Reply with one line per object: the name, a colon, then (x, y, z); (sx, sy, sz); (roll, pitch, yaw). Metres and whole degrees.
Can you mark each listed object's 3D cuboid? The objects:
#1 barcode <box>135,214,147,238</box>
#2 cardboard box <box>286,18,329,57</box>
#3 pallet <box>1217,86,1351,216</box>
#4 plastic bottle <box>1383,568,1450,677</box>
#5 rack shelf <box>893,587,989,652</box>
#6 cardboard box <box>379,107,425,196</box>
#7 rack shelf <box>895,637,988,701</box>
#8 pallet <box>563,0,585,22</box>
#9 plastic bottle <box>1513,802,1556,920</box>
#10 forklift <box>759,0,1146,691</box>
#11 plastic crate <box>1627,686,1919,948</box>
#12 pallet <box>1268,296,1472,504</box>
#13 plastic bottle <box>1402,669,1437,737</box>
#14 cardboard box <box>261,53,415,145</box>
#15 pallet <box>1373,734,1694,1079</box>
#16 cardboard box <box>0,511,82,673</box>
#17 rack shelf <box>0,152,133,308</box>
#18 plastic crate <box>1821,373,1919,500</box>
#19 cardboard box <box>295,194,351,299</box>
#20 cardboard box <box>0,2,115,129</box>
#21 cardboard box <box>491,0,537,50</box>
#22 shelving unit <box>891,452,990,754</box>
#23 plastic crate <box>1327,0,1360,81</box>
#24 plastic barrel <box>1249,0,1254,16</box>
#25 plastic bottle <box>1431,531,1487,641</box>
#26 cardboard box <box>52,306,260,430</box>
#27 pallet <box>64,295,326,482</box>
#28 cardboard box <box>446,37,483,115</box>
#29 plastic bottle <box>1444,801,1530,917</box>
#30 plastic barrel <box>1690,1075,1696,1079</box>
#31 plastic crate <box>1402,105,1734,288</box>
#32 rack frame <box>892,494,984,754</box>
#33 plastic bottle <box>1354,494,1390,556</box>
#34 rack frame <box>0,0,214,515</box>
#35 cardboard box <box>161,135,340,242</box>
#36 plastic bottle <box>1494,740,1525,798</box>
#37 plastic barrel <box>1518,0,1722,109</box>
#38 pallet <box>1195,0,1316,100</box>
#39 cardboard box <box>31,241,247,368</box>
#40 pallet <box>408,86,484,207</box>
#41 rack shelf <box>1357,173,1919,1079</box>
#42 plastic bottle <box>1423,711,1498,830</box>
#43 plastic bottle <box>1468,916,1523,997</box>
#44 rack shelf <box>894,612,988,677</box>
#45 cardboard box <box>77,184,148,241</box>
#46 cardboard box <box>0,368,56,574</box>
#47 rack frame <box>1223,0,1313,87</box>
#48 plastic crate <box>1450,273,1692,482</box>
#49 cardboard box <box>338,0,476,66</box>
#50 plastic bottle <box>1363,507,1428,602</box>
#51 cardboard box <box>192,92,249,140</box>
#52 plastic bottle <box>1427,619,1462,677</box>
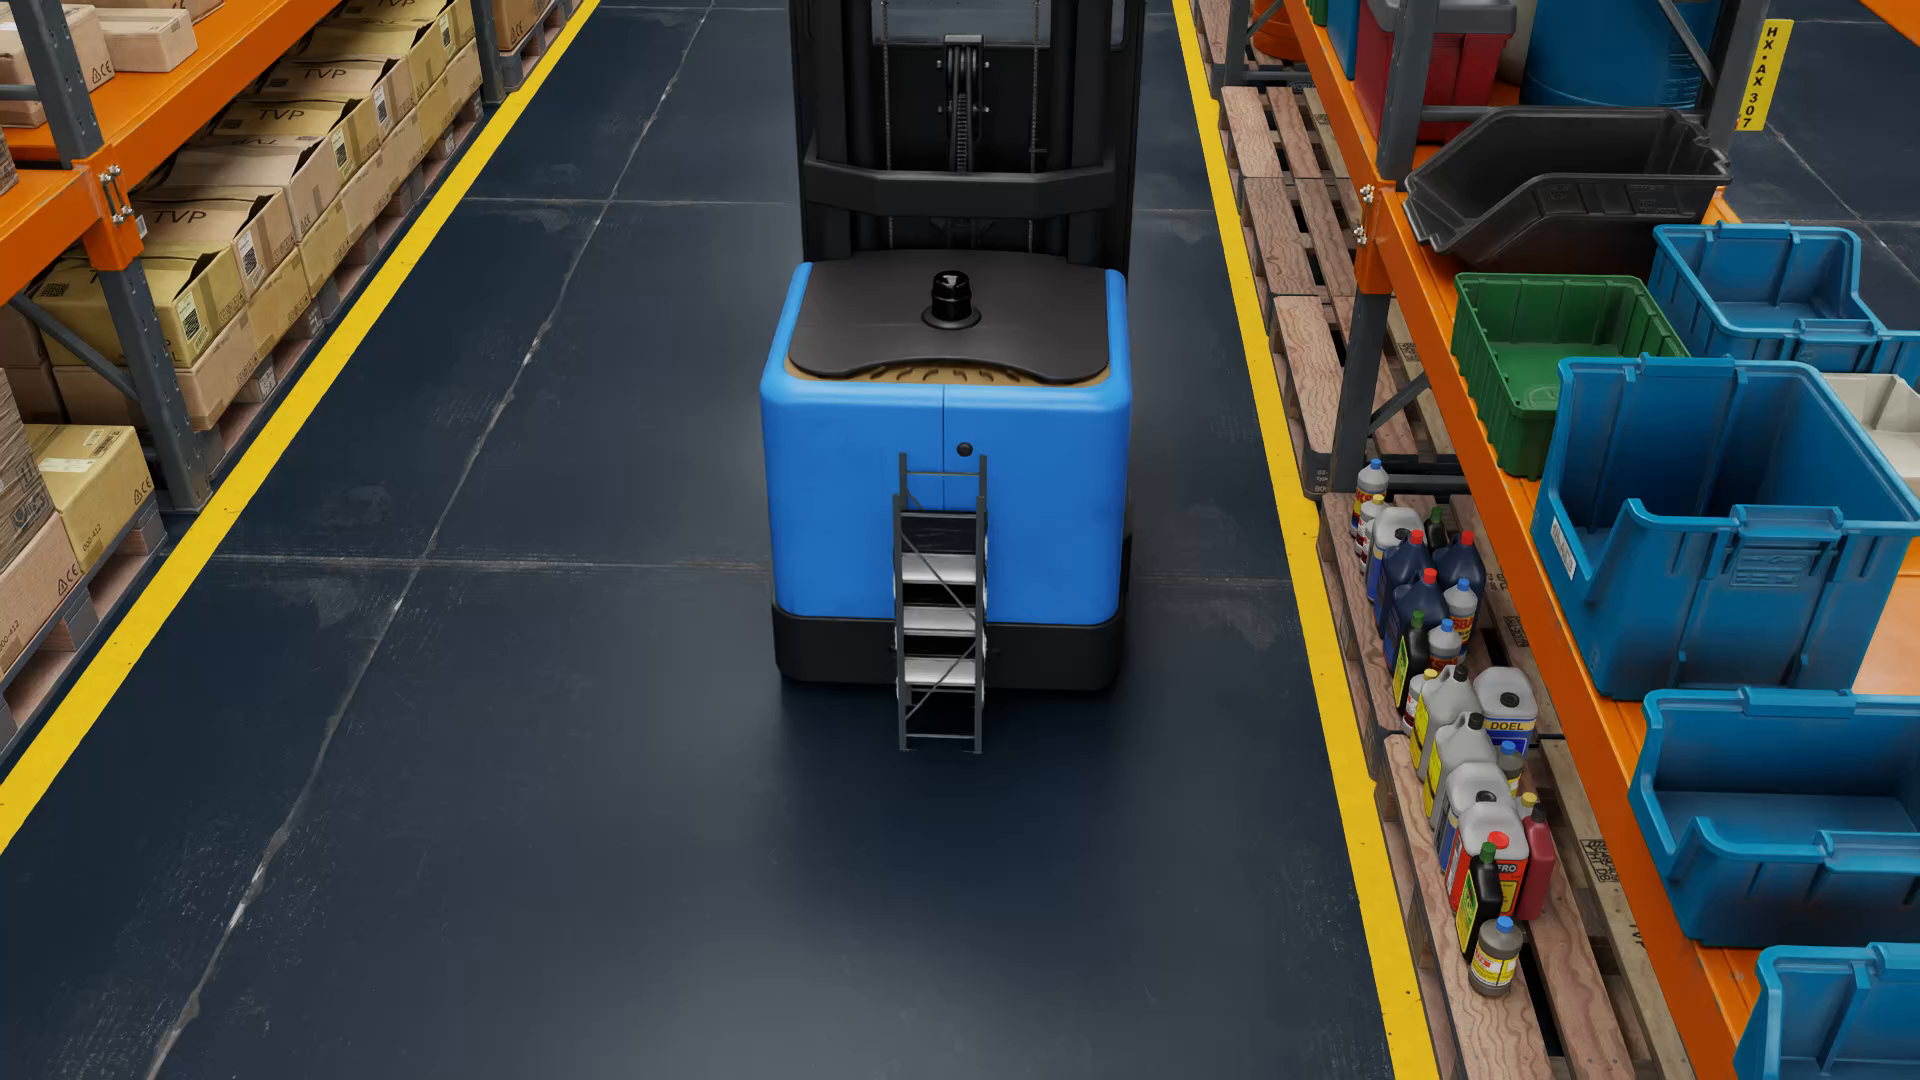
barcode: (-2.757, -1.051, 5.594); (0.001, 0.075, 0.075); (1, 35, 2)
cardboard box: (-3.350, -2.343, 8.013); (0.500, 0.311, 0.500); (1, 35, 1)
pallet: (1.856, -1.961, 8.357); (1.003, 0.211, 1.213); (1, 35, 2)
plastic bottle: (1.311, 0.219, 4.751); (0.144, 0.351, 0.185); (0, 35, 0)
rack shelf: (-0.052, 0.221, 4.711); (0.258, 0.077, 0.200); (2, 35, 2)
cardboard box: (-2.841, -1.816, 7.752); (0.500, 0.250, 0.500); (2, 35, 3)
rack shelf: (-0.052, 0.368, 4.814); (0.258, 0.077, 0.200); (2, 35, 2)
pallet: (-2.904, -3.649, 10.758); (1.003, 0.211, 1.213); (1, 35, 2)
plastic bottle: (1.384, 0.774, 4.019); (0.061, 0.283, 0.133); (1, 35, 2)
forklift: (0.034, -1.571, 5.436); (1.130, 2.935, 3.031); (2, 35, 2)
plastic crate: (1.358, 0.444, 2.639); (0.499, 0.251, 0.408); (1, 35, 2)
pallet: (1.758, -0.559, 6.362); (1.003, 0.211, 1.213); (1, 35, 2)
plastic bottle: (1.276, 0.442, 4.564); (0.097, 0.201, 0.097); (0, 35, 0)
cardboard box: (-2.835, -2.043, 7.587); (0.500, 0.311, 0.500); (1, 35, 2)
pallet: (1.651, 0.981, 4.171); (1.003, 0.211, 1.213); (1, 35, 2)
cardboard box: (-3.014, 0.147, 4.958); (0.500, 0.250, 0.500); (1, 35, 2)
rack shelf: (-3.264, 0.079, 3.654); (1.077, 0.370, 4.000); (1, 35, 2)
plastic crate: (1.953, -0.201, 3.657); (0.530, 0.136, 0.437); (1, 35, 2)
cardboard box: (-2.880, -1.229, 6.915); (0.500, 0.250, 0.500); (0, 35, 0)
cardboard box: (-3.208, -1.587, 5.530); (0.500, 0.250, 0.500); (3, 35, 5)
cardboard box: (-2.719, -3.075, 9.308); (0.500, 0.500, 0.500); (3, 35, 4)
shelving unit: (-0.052, 0.194, 4.692); (0.258, 0.900, 0.210); (2, 35, 2)
plastic crate: (1.499, -1.882, 5.833); (0.392, 0.384, 0.575); (1, 35, 2)
plastic barrel: (1.862, -3.308, 9.646); (0.421, 0.512, 0.421); (0, 35, 0)
plastic bottle: (1.463, 0.113, 4.901); (0.144, 0.351, 0.185); (1, 35, 2)
cardboard box: (-2.920, -0.637, 6.074); (0.500, 0.250, 0.500); (1, 35, 1)
pallet: (-3.193, -0.648, 6.488); (1.003, 0.211, 1.213); (1, 35, 2)
cardboard box: (-2.800, -2.401, 8.584); (0.500, 0.250, 0.500); (2, 35, 3)
plastic bottle: (1.278, 0.775, 4.024); (0.152, 0.276, 0.135); (2, 35, 2)
plastic barrel: (1.575, 1.228, 3.192); (0.421, 0.512, 0.421); (0, 35, 0)
plastic crate: (1.617, -0.925, 4.511); (0.767, 0.338, 0.504); (1, 35, 2)
rack frame: (-0.057, 0.252, 4.609); (0.240, 0.900, 0.006); (2, 35, 2)
plastic bottle: (1.311, -0.052, 5.266); (0.097, 0.201, 0.097); (0, 35, 0)
rack frame: (-3.184, -1.364, 5.083); (1.000, 3.000, 0.127); (1, 35, 2)
cardboard box: (-2.873, -1.457, 6.753); (0.500, 0.311, 0.500); (0, 35, 0)
plastic bottle: (1.409, 0.608, 4.327); (0.097, 0.201, 0.097); (0, 35, 0)
plastic barrel: (2.084, -1.668, 5.079); (0.600, 0.901, 0.708); (1, 35, 2)
pallet: (1.916, -2.859, 9.634); (1.003, 0.211, 1.213); (1, 35, 2)
cardboard box: (-2.918, -0.872, 5.921); (0.500, 0.311, 0.500); (1, 35, 2)
pallet: (-3.095, -2.050, 8.483); (1.003, 0.211, 1.213); (1, 35, 2)
rack shelf: (1.685, 0.196, 3.489); (1.077, 0.370, 4.000); (1, 35, 2)
plastic bottle: (1.286, 0.570, 4.252); (0.144, 0.351, 0.185); (3, 35, 4)
plastic bottle: (1.241, 0.950, 3.841); (0.097, 0.201, 0.097); (0, 35, 0)
rack shelf: (-0.052, 0.295, 4.763); (0.258, 0.077, 0.200); (2, 35, 2)
cardboard box: (-3.439, -1.179, 6.357); (0.500, 0.311, 0.500); (2, 35, 3)
cardboard box: (-3.016, -0.160, 4.742); (0.500, 0.500, 0.500); (1, 35, 2)
rack frame: (1.926, -3.546, 8.187); (1.000, 3.000, 0.127); (1, 35, 2)
plastic crate: (1.429, -0.388, 3.877); (0.450, 0.188, 0.662); (1, 35, 2)
cardboard box: (-2.798, -2.632, 8.425); (0.500, 0.311, 0.500); (2, 35, 3)
plastic bottle: (1.329, 0.046, 5.062); (0.152, 0.276, 0.135); (3, 35, 4)
cardboard box: (-3.393, -1.754, 7.176); (0.500, 0.311, 0.500); (1, 35, 1)
plastic bottle: (1.342, 0.336, 4.653); (0.097, 0.271, 0.097); (0, 35, 0)
